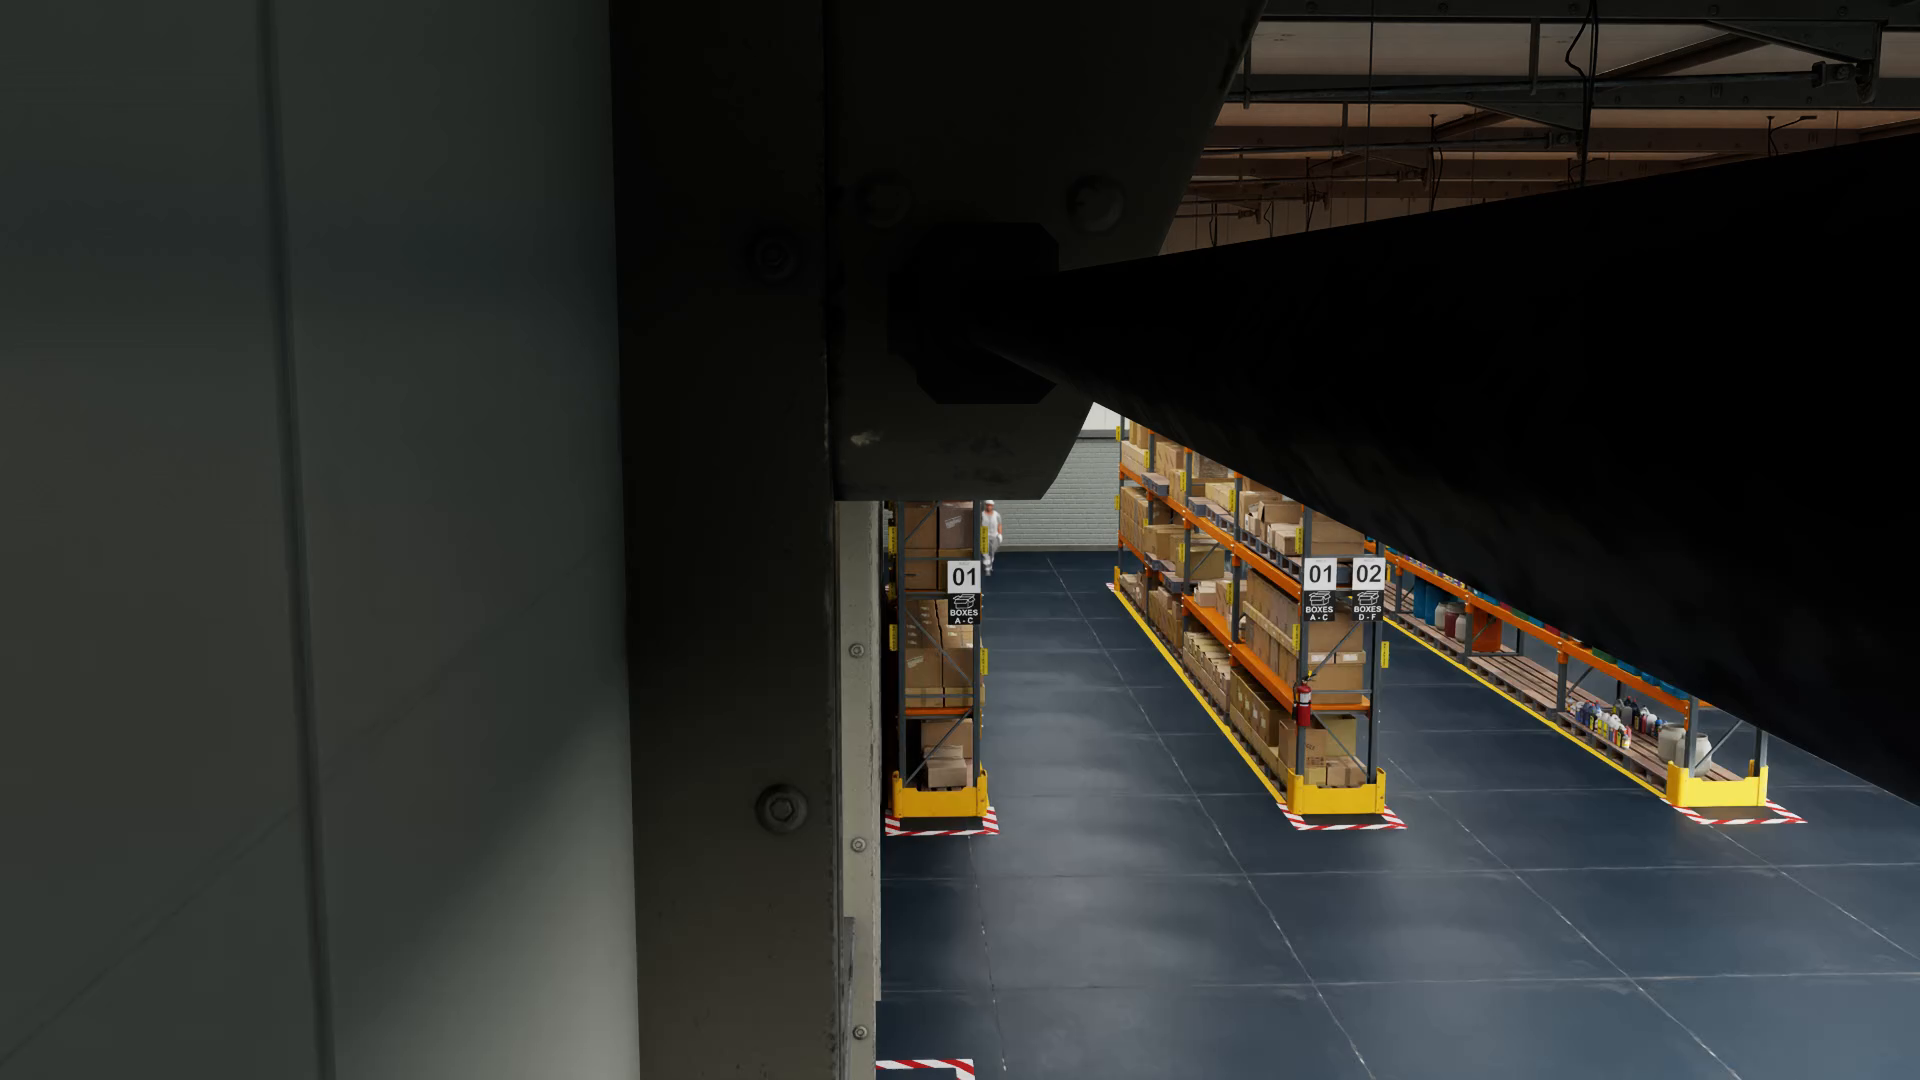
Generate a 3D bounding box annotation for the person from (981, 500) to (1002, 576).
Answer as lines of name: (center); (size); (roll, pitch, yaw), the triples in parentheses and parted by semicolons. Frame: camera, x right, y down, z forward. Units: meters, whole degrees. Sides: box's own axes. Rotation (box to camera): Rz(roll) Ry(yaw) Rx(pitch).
person: (0.704, -0.065, 38.281); (0.545, 1.728, 1.053); (-1, 8, -6)
